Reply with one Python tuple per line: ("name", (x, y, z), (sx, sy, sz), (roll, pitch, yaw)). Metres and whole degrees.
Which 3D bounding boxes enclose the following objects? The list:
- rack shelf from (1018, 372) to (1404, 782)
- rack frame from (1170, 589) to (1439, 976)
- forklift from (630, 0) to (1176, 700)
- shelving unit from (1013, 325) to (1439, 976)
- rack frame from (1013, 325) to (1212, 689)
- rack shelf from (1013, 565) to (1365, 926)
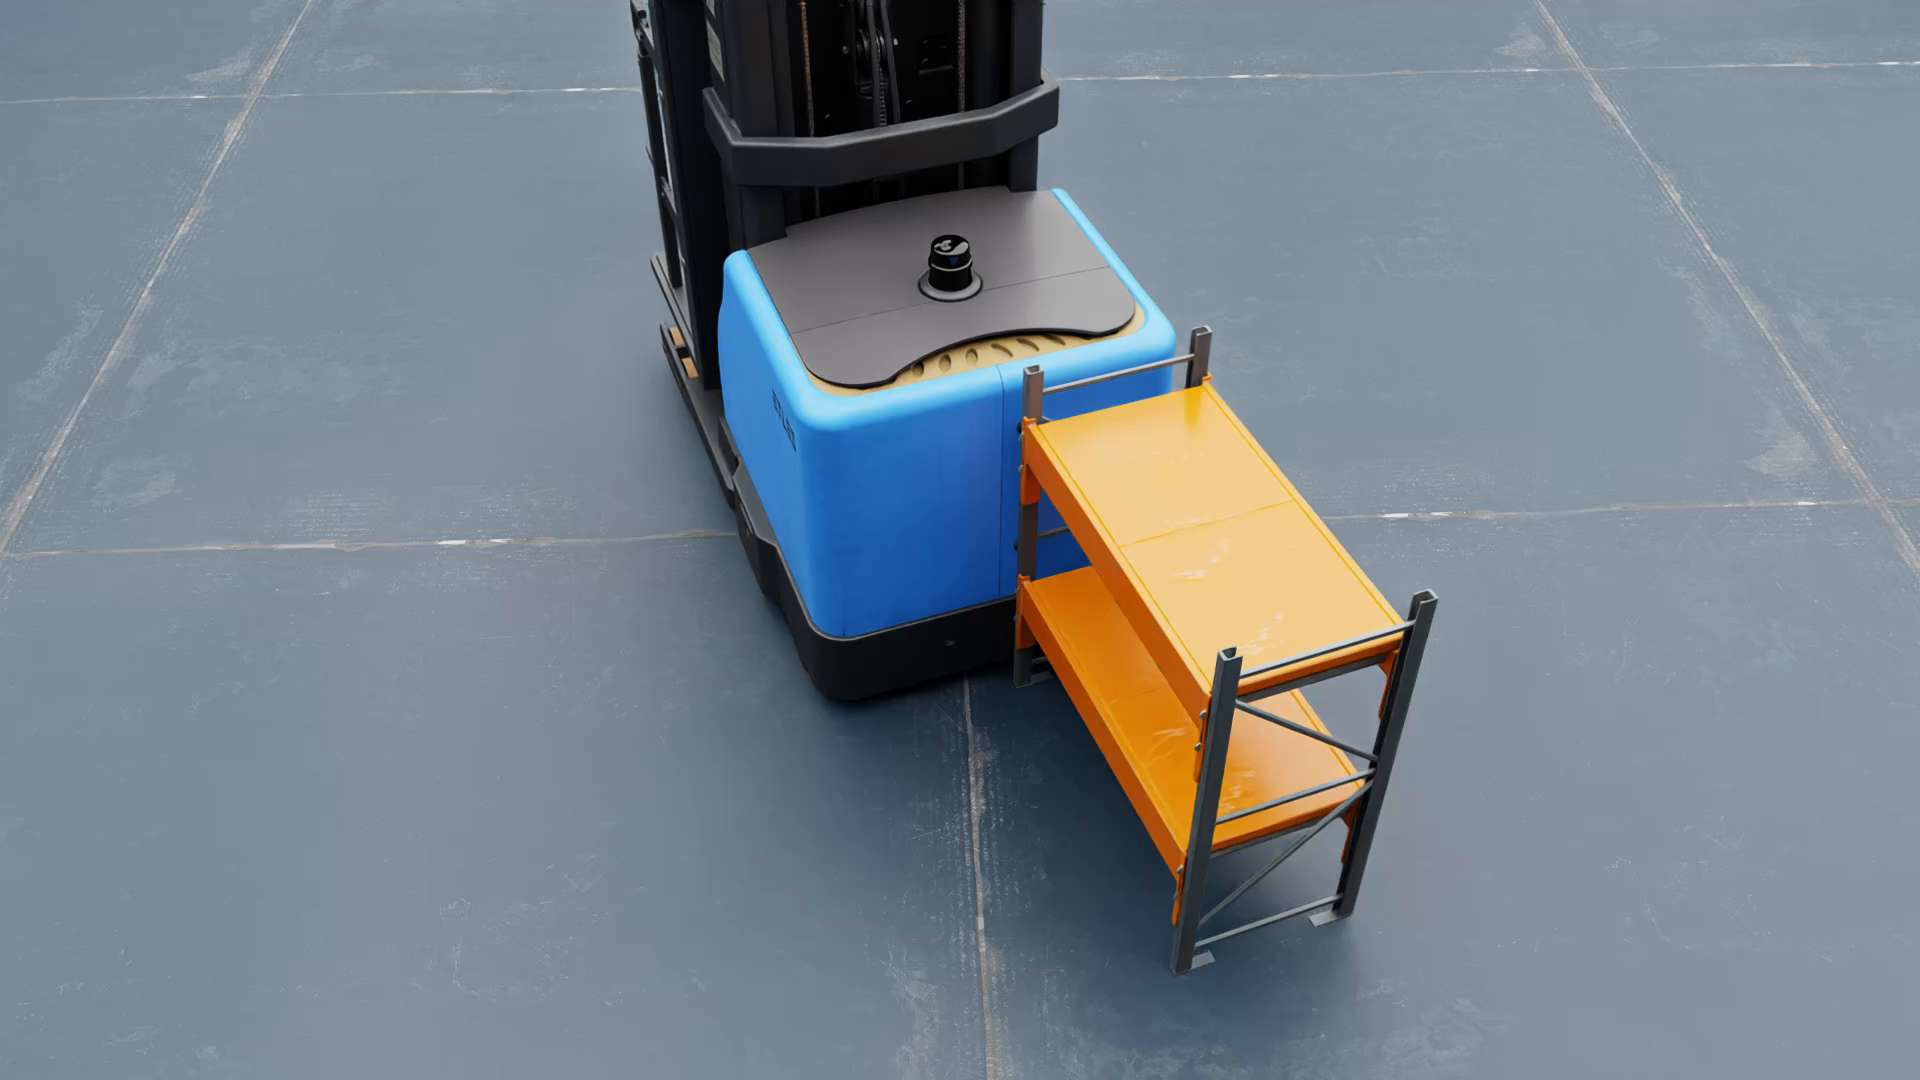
("rack shelf", (0.574, 0.050, 3.930), (0.538, 0.278, 1.000), (-15, 44, -15))
("rack frame", (0.756, 0.586, 3.778), (0.500, 1.125, 0.032), (-15, 44, -15))
("forklift", (-0.413, -1.640, 4.871), (1.130, 2.935, 3.031), (-14, 44, -15))
("shelving unit", (0.574, 0.265, 4.128), (0.538, 1.125, 1.048), (-15, 44, -15))
("rack frame", (0.392, -0.055, 4.478), (0.500, 1.125, 0.032), (-15, 44, -15))
("rack shelf", (0.574, 0.446, 4.293), (0.538, 0.278, 1.000), (-15, 44, -15))
